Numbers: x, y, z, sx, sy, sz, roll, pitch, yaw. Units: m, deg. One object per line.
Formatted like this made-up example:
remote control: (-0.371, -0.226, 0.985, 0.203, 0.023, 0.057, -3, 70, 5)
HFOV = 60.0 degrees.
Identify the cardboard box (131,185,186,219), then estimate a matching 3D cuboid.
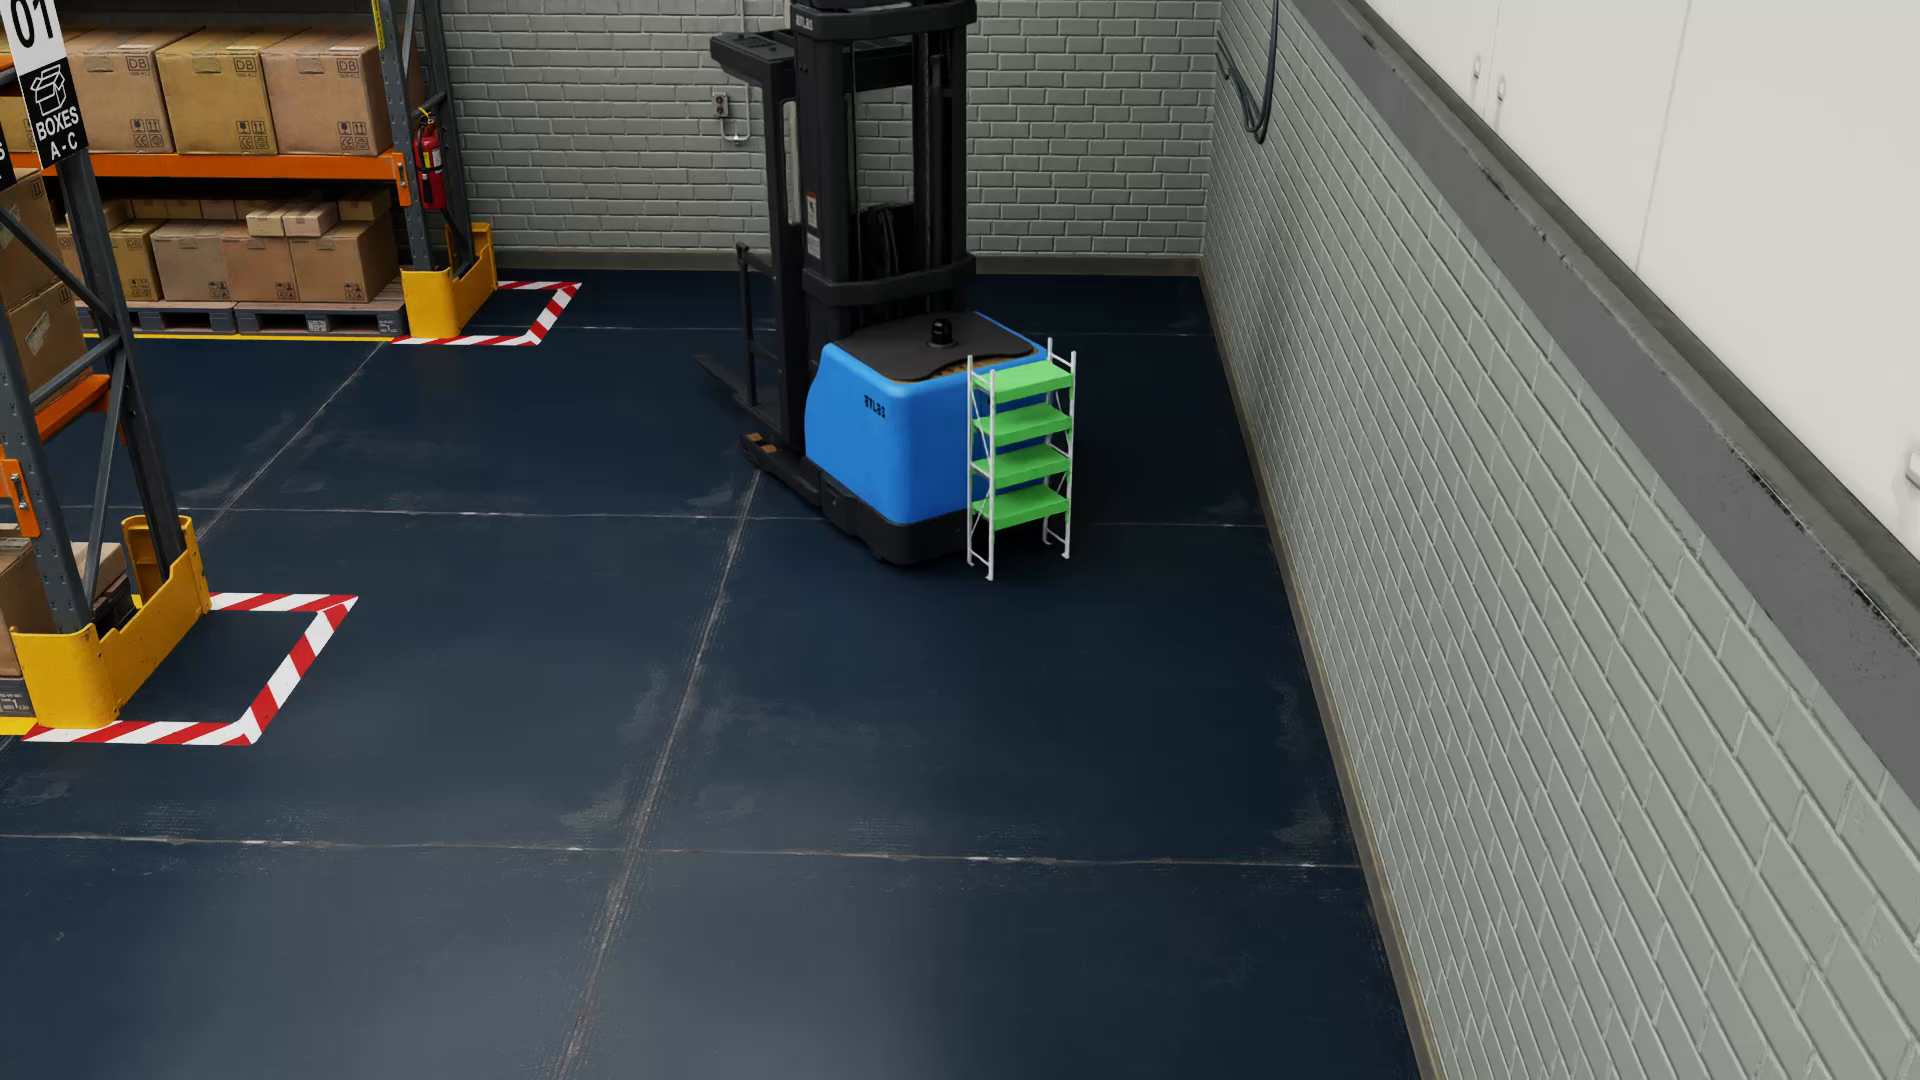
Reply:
cardboard box: (-5.902, -2.500, 12.291, 0.250, 0.149, 0.380, 0, 28, 1)

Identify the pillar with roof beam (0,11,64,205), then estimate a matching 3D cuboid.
pillar with roof beam: (-7.230, -4.146, 7.464, 0.400, 9.000, 9.100, 1, 28, 2)

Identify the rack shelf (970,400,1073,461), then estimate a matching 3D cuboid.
rack shelf: (0.317, -0.574, 8.676, 0.480, 0.148, 0.258, -16, 32, -27)

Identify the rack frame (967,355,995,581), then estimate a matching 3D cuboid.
rack frame: (0.108, -0.360, 8.647, 0.015, 1.200, 0.240, -16, 32, -27)

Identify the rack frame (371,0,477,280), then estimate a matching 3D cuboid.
rack frame: (-3.811, -3.051, 11.804, 0.127, 3.000, 1.000, 1, 28, 2)

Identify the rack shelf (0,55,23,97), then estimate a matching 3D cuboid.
rack shelf: (-5.981, -1.773, 6.958, 4.000, 0.370, 1.077, 1, 28, 2)

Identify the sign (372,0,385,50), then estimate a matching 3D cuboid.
sign: (-3.844, -3.414, 10.998, 0.005, 0.325, 0.100, 1, 28, 2)

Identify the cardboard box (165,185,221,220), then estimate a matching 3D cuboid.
cardboard box: (-5.649, -2.496, 12.283, 0.250, 0.149, 0.380, 1, 28, 2)

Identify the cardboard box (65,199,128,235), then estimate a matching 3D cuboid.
cardboard box: (-6.207, -2.325, 11.962, 0.250, 0.149, 0.380, 0, 28, 0)

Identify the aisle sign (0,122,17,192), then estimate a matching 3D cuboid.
aisle sign: (-3.925, -1.737, 6.548, 0.004, 0.787, 0.394, 1, 28, 2)

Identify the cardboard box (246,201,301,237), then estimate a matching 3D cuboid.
cardboard box: (-4.904, -2.305, 11.923, 0.250, 0.149, 0.380, 2, 28, 3)

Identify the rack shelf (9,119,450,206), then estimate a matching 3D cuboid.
rack shelf: (-5.810, -2.767, 12.034, 4.000, 0.370, 1.077, 1, 28, 2)

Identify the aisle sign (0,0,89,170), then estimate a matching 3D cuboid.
aisle sign: (-3.904, -2.018, 7.078, 0.004, 0.787, 0.394, 1, 28, 2)

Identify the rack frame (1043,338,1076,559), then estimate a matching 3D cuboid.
rack frame: (0.527, -0.477, 8.869, 0.015, 1.200, 0.240, -16, 32, -27)

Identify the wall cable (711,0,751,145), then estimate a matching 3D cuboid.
wall cable: (-2.498, -3.922, 12.361, 1.851, 1.984, 0.084, 1, 28, 2)

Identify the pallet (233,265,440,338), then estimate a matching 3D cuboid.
pallet: (-4.613, -1.796, 12.413, 1.213, 0.211, 1.003, 1, 28, 2)

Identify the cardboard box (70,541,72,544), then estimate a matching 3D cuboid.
cardboard box: (-4.638, 0.153, 8.314, 0.250, 0.166, 0.380, 1, 28, 2)

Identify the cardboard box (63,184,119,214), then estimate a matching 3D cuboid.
cardboard box: (-6.413, -2.508, 12.307, 0.250, 0.149, 0.380, 0, 28, 0)

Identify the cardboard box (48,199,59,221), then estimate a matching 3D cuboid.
cardboard box: (-6.729, -2.334, 11.978, 0.250, 0.149, 0.380, 2, 28, 4)

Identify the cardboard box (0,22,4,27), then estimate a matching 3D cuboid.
cardboard box: (-7.267, -3.233, 11.827, 0.700, 0.700, 0.980, 1, 28, 3)

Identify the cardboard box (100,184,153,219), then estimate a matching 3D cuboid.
cardboard box: (-6.160, -2.504, 12.299, 0.250, 0.149, 0.380, 1, 28, 2)

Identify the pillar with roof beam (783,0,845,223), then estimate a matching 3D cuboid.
pillar with roof beam: (-1.234, -4.047, 7.277, 0.400, 9.000, 9.100, 1, 28, 2)

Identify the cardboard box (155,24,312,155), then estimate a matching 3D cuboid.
cardboard box: (-5.049, -3.194, 11.753, 0.700, 0.700, 0.980, 1, 28, 1)

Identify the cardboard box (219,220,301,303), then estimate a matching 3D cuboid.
cardboard box: (-5.014, -2.106, 12.240, 0.500, 0.500, 0.700, 1, 28, 2)

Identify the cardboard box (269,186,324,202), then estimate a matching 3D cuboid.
cardboard box: (-4.889, -2.483, 12.260, 0.250, 0.149, 0.380, 1, 28, 2)

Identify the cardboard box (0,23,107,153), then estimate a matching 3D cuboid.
cardboard box: (-6.538, -3.219, 11.799, 0.700, 0.700, 0.980, 0, 28, 0)

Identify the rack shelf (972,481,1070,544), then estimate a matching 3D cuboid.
rack shelf: (0.317, -0.150, 8.900, 0.480, 0.148, 0.258, -16, 32, -27)

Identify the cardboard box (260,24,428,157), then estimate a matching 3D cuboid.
cardboard box: (-4.321, -3.188, 11.740, 0.700, 0.700, 0.980, 2, 28, 4)

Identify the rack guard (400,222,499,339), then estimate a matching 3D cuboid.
rack guard: (-3.787, -1.947, 12.388, 0.348, 0.500, 1.175, 1, 28, 2)

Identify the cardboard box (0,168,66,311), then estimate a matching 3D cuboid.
cardboard box: (-4.416, -1.349, 7.419, 0.500, 0.500, 0.500, 2, 28, 3)

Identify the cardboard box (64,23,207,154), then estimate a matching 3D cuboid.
cardboard box: (-5.810, -3.211, 11.785, 0.700, 0.700, 0.980, 0, 28, -1)

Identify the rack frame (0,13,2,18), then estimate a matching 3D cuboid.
rack frame: (-3.982, -3.383, 6.024, 0.127, 3.000, 1.000, 1, 28, 2)

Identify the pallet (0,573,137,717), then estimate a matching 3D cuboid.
pallet: (-4.855, 0.486, 8.109, 1.213, 0.211, 1.003, 1, 28, 2)

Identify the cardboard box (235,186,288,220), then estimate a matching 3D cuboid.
cardboard box: (-5.139, -2.488, 12.268, 0.250, 0.149, 0.380, 1, 28, 2)

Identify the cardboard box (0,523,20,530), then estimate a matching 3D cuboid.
cardboard box: (-5.015, 0.138, 8.253, 0.500, 0.250, 0.500, 1, 28, 2)

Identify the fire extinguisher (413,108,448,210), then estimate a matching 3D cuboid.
fire extinguisher: (-3.677, -2.634, 11.497, 0.183, 0.674, 0.296, 1, 28, 2)

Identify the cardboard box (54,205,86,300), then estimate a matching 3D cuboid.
cardboard box: (-6.563, -2.128, 12.283, 0.500, 0.500, 0.700, 1, 28, 1)

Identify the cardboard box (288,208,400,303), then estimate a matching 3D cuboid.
cardboard box: (-4.514, -2.097, 12.224, 0.500, 0.500, 0.700, 1, 28, 2)

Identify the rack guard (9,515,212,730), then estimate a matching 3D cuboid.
rack guard: (-4.058, 0.371, 8.017, 0.348, 0.500, 1.175, 1, 28, 2)

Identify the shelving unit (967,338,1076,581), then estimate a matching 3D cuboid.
shelving unit: (0.317, -0.418, 8.758, 0.503, 1.200, 0.258, -16, 32, -27)

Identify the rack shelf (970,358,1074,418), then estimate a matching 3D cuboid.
rack shelf: (0.317, -0.786, 8.563, 0.480, 0.148, 0.258, -16, 32, -27)

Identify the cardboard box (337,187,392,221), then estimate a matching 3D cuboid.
cardboard box: (-4.382, -2.475, 12.245, 0.250, 0.149, 0.380, 1, 28, 2)

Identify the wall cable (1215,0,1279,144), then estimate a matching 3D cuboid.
wall cable: (1.829, -4.069, 10.634, 0.112, 2.526, 3.097, 1, 28, 2)

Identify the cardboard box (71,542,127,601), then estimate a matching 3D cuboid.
cardboard box: (-4.389, 0.165, 8.311, 0.250, 0.149, 0.380, 1, 28, 2)

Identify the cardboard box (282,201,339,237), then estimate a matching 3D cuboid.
cardboard box: (-4.649, -2.301, 11.915, 0.250, 0.149, 0.380, 1, 28, 1)

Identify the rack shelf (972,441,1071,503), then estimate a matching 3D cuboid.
rack shelf: (0.317, -0.362, 8.788, 0.480, 0.148, 0.258, -16, 32, -27)

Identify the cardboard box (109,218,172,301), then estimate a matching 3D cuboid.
cardboard box: (-6.050, -2.119, 12.265, 0.500, 0.500, 0.700, 2, 28, 3)

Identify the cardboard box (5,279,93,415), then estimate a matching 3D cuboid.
cardboard box: (-4.416, -0.908, 7.653, 0.500, 0.500, 0.500, 2, 28, 3)

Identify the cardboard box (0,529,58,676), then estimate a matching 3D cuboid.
cardboard box: (-4.534, 0.284, 7.711, 0.500, 0.500, 0.500, 1, 28, 2)

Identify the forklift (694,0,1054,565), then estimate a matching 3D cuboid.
forklift: (-0.689, -1.809, 9.533, 1.130, 2.935, 3.031, -16, 32, -28)

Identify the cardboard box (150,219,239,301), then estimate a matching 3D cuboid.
cardboard box: (-5.517, -2.114, 12.255, 0.500, 0.500, 0.700, 0, 28, 0)

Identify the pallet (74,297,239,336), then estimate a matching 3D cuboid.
pallet: (-5.829, -1.817, 12.453, 1.213, 0.211, 1.003, 1, 28, 2)

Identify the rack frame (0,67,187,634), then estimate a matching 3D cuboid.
rack frame: (-3.982, -0.733, 7.429, 0.127, 3.000, 1.000, 1, 28, 2)

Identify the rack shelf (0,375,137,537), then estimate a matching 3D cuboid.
rack shelf: (-5.981, -0.448, 7.660, 4.000, 0.370, 1.077, 1, 28, 2)

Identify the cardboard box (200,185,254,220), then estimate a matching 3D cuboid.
cardboard box: (-5.393, -2.492, 12.276, 0.250, 0.149, 0.380, 1, 28, 3)
